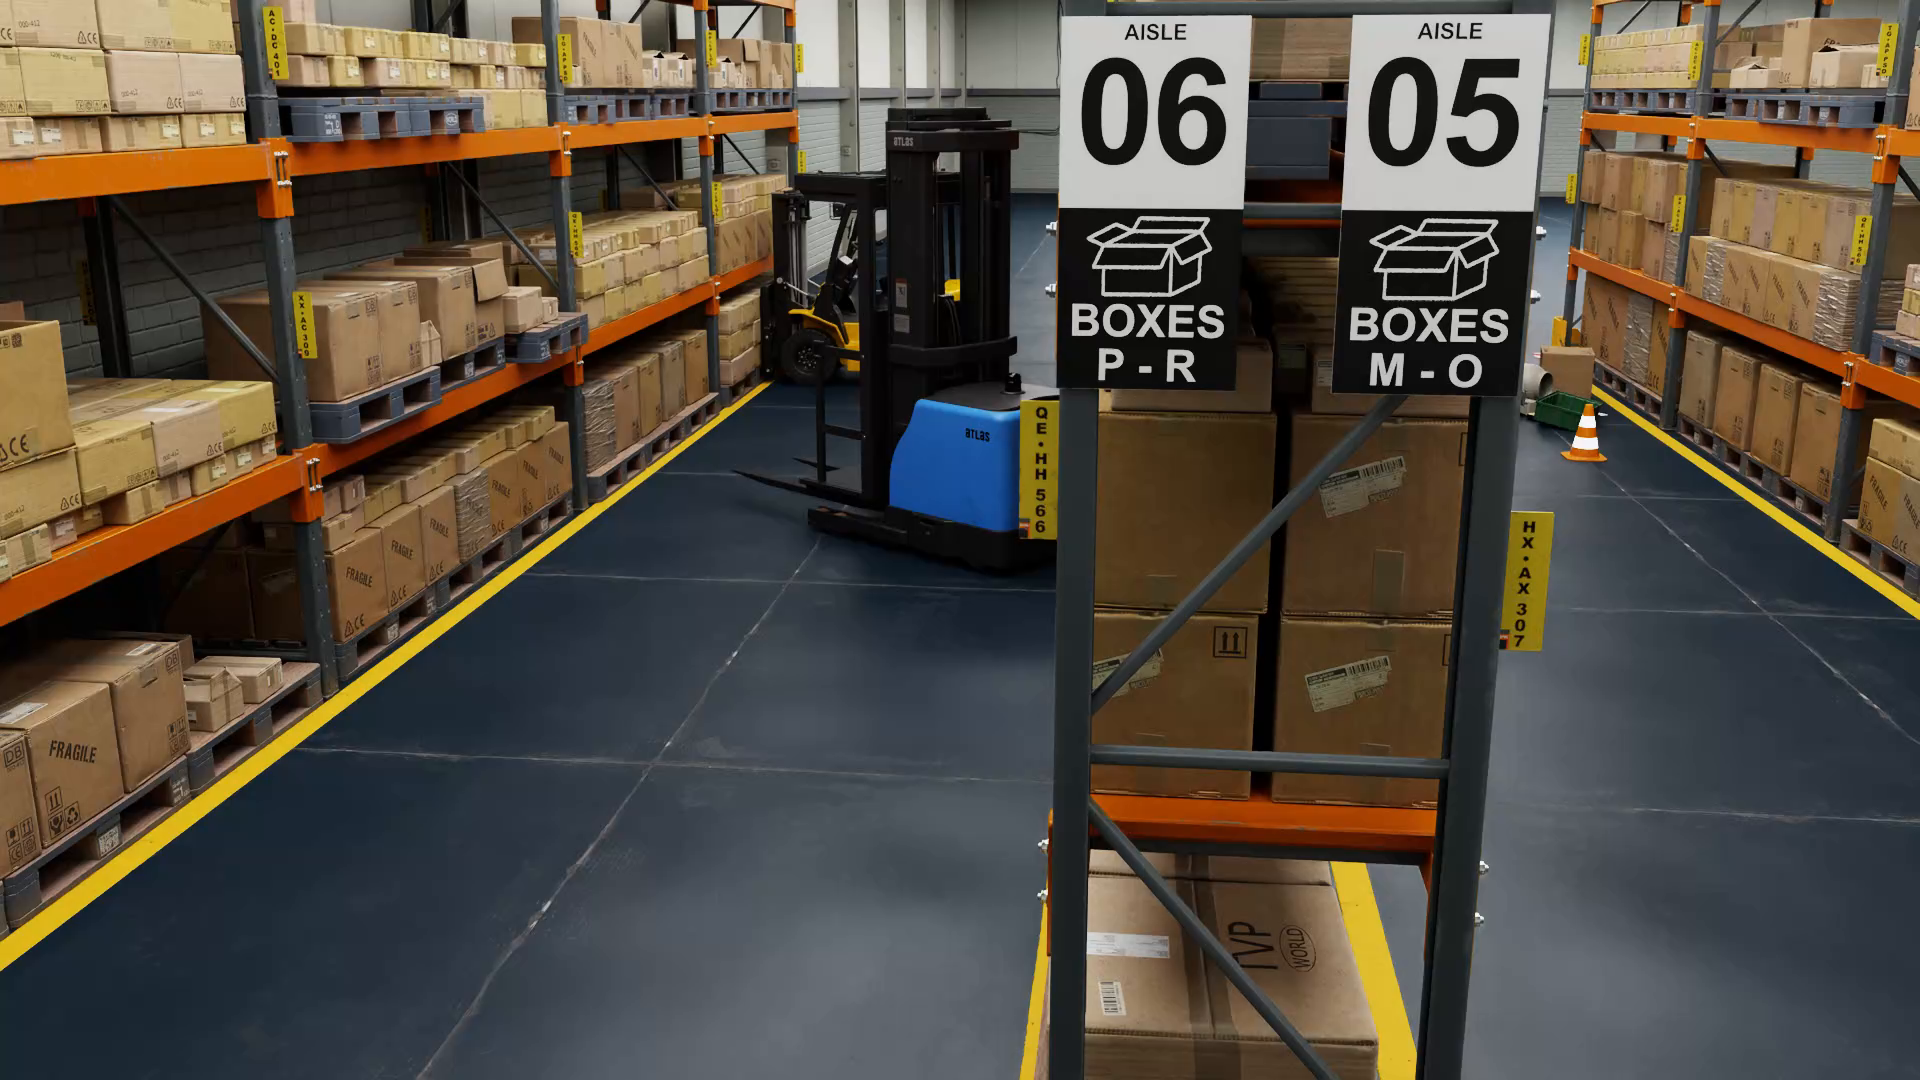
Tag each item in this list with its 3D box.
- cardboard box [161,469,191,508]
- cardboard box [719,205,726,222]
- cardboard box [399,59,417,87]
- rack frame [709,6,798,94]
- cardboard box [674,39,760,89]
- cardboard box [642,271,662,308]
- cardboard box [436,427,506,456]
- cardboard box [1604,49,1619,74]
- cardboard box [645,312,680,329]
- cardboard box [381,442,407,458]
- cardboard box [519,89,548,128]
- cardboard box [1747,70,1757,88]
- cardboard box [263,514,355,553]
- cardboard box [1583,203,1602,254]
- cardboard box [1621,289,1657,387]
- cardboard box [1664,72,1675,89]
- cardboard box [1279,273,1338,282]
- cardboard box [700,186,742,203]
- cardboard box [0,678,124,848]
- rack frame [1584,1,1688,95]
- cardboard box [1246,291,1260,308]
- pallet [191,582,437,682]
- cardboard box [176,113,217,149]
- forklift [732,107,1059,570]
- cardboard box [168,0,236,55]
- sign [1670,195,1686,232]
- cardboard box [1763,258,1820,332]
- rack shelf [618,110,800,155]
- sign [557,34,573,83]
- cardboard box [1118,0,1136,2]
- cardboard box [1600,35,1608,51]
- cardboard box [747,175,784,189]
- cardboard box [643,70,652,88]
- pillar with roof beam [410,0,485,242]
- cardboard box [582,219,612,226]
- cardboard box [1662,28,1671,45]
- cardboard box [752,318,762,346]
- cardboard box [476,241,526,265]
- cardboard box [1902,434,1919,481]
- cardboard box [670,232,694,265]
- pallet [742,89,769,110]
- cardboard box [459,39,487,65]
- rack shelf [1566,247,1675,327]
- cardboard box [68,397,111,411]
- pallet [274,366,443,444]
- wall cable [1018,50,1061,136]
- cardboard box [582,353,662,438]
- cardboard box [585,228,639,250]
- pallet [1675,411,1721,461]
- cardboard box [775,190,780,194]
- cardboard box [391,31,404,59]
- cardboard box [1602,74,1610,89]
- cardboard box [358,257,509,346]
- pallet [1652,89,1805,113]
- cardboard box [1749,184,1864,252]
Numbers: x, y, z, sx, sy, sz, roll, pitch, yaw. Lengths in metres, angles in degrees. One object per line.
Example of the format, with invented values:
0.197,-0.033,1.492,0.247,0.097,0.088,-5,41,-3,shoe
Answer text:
-3.611,-0.235,7.265,0.380,0.149,0.250,2,15,8,cardboard box
-2.528,-3.228,16.420,0.380,0.149,0.250,2,15,8,cardboard box
-3.214,-2.558,9.115,0.380,0.149,0.250,2,15,6,cardboard box
-2.402,-6.658,19.045,1.000,3.000,0.127,2,15,6,rack frame
-2.529,-4.976,17.376,0.797,0.503,0.637,2,15,8,cardboard box
-2.839,-2.121,14.048,0.500,0.250,0.500,2,15,8,cardboard box
-3.257,-0.655,11.079,0.380,0.149,0.250,2,15,8,cardboard box
7.095,-5.018,17.448,0.500,0.250,0.500,2,15,6,cardboard box
-2.990,-2.216,16.658,0.500,0.250,0.500,2,15,7,cardboard box
-3.766,-0.533,10.629,0.380,0.149,0.250,2,15,7,cardboard box
-3.121,-2.922,11.264,0.500,0.250,0.500,1,15,4,cardboard box
6.645,-3.776,13.618,0.250,0.149,0.380,2,15,6,cardboard box
-3.451,-0.044,8.820,0.380,0.149,0.250,2,15,9,cardboard box
7.463,-3.472,18.469,0.875,0.550,0.550,2,15,6,cardboard box
7.247,-2.032,16.695,0.875,0.875,0.875,2,15,7,cardboard box
6.788,-4.274,15.460,0.380,0.149,0.250,2,15,7,cardboard box
1.257,-0.796,5.510,0.380,0.149,0.250,1,15,5,cardboard box
-2.432,-3.504,16.871,0.380,0.149,0.250,2,15,8,cardboard box
-3.750,0.881,6.641,0.500,0.500,0.500,2,15,7,cardboard box
7.460,-6.393,18.066,1.000,3.000,0.127,2,15,6,rack frame
1.284,-0.641,6.180,0.500,0.500,0.500,2,15,7,cardboard box
-3.702,0.484,9.467,1.003,0.211,1.213,2,15,6,pallet
-3.534,-1.811,7.348,0.380,0.149,0.250,2,15,6,cardboard box
-0.446,-1.529,11.701,3.031,2.935,1.130,14,21,42,forklift
-3.574,-2.272,7.332,0.500,0.250,0.500,2,15,6,cardboard box
6.457,-2.932,14.948,0.100,0.325,0.005,2,15,6,sign
6.456,-1.854,12.582,0.500,0.500,0.500,1,15,5,cardboard box
-2.628,-4.344,17.612,1.077,0.370,4.000,2,15,6,rack shelf
-2.766,-3.368,11.635,0.100,0.325,0.005,2,15,6,sign
0.901,-2.105,6.767,0.500,0.500,0.500,2,15,7,cardboard box
7.077,-5.318,17.793,0.380,0.149,0.250,2,15,7,cardboard box
-2.230,-4.103,19.085,0.380,0.149,0.250,2,15,6,cardboard box
-2.763,-3.808,13.738,0.380,0.149,0.250,2,15,6,cardboard box
0.224,-4.821,12.252,9.100,9.000,0.400,2,15,6,pillar with roof beam
-3.279,-2.738,14.606,0.380,0.149,0.250,2,15,6,cardboard box
6.820,-4.722,15.590,0.380,0.149,0.250,2,15,7,cardboard box
-2.369,-2.218,17.625,0.500,0.250,0.500,2,15,6,cardboard box
-3.469,-2.139,12.391,0.380,0.149,0.250,2,15,8,cardboard box
6.182,-0.477,10.228,0.500,0.250,0.500,2,15,6,cardboard box
-2.705,-2.625,14.953,0.500,0.250,0.500,1,15,5,cardboard box
-2.643,-4.667,17.600,1.003,0.211,1.213,2,15,6,pallet
-3.170,-3.030,10.328,0.380,0.149,0.250,1,15,5,cardboard box
7.235,-2.631,17.025,1.077,0.370,4.000,2,15,6,rack shelf
-4.130,-0.470,7.372,0.500,0.250,0.500,2,15,6,cardboard box
-3.557,-0.761,9.098,1.003,0.211,1.213,2,15,6,pallet
1.656,-13.511,50.338,3.097,2.526,0.112,2,15,6,wall cable
-3.079,-1.249,14.280,0.875,0.625,0.625,1,15,4,cardboard box
-2.841,-2.458,13.570,0.380,0.149,0.250,2,15,7,cardboard box
6.997,-0.911,14.628,1.003,0.211,1.213,2,15,6,pallet
-2.252,-3.893,18.877,0.380,0.149,0.250,2,15,7,cardboard box
-3.283,-2.707,9.095,0.380,0.149,0.250,2,15,7,cardboard box
7.046,-4.864,17.644,0.380,0.149,0.250,2,15,6,cardboard box
-3.305,-1.511,10.501,0.797,0.503,0.637,1,15,5,cardboard box
7.112,-4.077,15.416,1.003,0.211,1.213,2,15,6,pallet
6.845,-2.597,13.414,0.700,0.500,0.500,2,15,7,cardboard box
